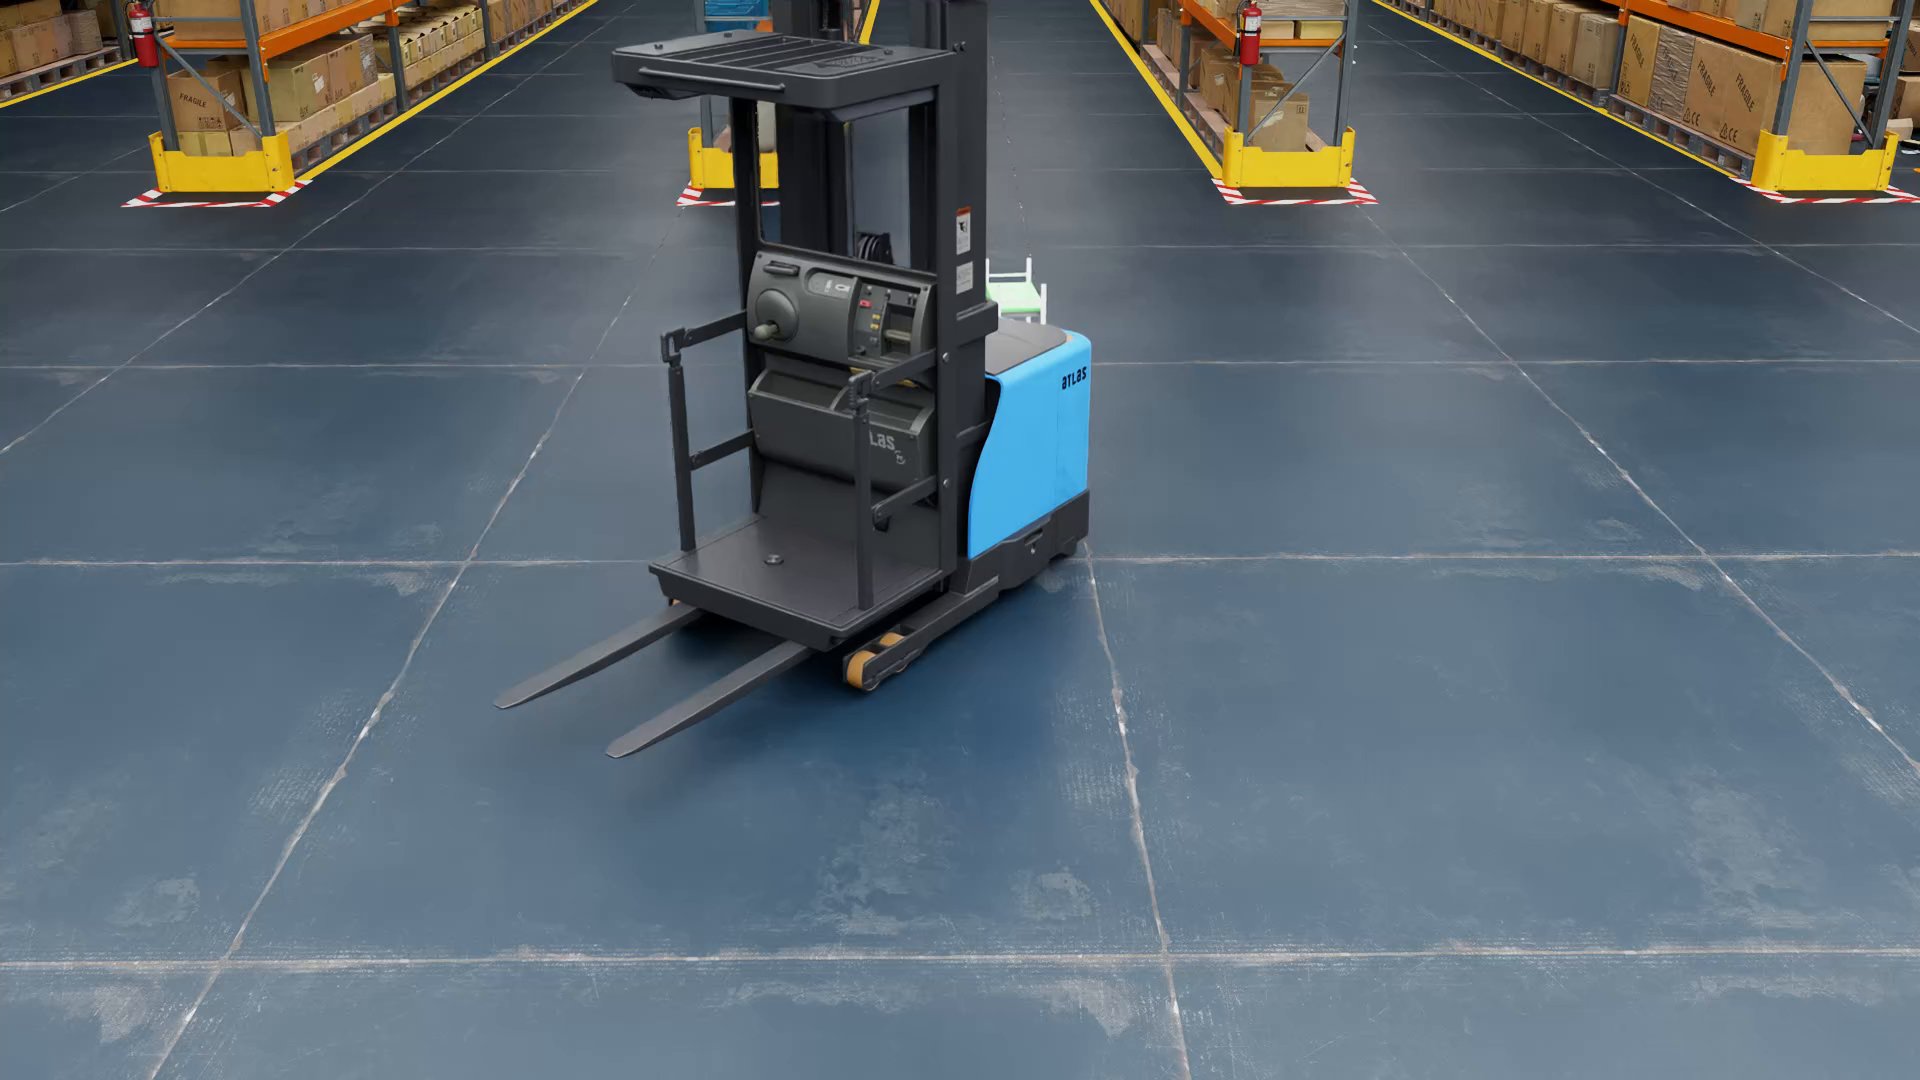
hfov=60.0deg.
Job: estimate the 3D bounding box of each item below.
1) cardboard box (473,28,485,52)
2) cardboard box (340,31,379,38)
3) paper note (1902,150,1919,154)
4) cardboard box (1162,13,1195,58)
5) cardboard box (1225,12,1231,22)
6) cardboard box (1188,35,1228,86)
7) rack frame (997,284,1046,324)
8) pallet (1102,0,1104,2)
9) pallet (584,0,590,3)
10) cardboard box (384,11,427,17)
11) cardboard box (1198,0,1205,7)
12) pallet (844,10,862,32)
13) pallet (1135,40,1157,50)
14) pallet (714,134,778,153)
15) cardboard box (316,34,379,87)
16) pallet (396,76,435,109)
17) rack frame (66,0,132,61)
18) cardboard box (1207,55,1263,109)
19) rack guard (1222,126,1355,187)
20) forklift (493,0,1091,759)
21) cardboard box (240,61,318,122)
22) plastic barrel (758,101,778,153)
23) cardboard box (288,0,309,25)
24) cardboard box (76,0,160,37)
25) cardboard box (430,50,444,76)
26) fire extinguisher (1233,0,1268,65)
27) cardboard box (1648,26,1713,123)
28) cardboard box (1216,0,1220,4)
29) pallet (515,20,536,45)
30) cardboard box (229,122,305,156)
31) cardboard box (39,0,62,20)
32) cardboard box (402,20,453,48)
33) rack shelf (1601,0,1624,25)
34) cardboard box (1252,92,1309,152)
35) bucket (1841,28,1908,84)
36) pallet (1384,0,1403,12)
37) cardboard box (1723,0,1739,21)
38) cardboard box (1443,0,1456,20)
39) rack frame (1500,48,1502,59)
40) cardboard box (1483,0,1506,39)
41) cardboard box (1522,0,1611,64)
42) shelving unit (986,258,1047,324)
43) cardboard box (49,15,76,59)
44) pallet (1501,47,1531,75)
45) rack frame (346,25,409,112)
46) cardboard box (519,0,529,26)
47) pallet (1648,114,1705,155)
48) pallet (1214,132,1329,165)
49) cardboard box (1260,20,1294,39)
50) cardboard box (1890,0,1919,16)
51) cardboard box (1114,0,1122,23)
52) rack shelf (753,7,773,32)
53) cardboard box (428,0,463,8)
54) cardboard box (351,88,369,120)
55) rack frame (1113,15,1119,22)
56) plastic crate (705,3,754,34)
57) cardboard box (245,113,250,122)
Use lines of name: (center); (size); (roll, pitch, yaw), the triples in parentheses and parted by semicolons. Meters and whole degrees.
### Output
cardboard box: (-6.670, -6.683, 22.213); (0.500, 0.250, 0.500); (0, 24, 1)
cardboard box: (-7.179, -5.886, 19.770); (0.500, 0.311, 0.500); (0, 24, 1)
paper note: (9.716, -3.970, 16.993); (0.144, 0.017, 0.142); (8, 26, 18)
cardboard box: (3.033, -6.560, 21.614); (0.700, 0.500, 0.500); (-2, 24, -5)
cardboard box: (2.834, -5.223, 16.464); (0.380, 0.149, 0.250); (0, 24, -1)
cardboard box: (3.045, -5.669, 19.645); (0.700, 0.500, 0.500); (-2, 24, -5)
rack frame: (0.298, -0.693, 8.326); (0.240, 1.200, 0.015); (-3, 24, -6)
pallet: (2.986, -9.700, 29.440); (1.003, 0.211, 1.213); (0, 24, -1)
pallet: (-6.996, -9.626, 29.278); (1.003, 0.211, 1.213); (0, 24, -1)
cardboard box: (-7.193, -6.720, 21.616); (0.500, 0.311, 0.500); (-1, 24, -2)
cardboard box: (2.726, -5.738, 17.602); (0.380, 0.149, 0.250); (0, 24, -1)
pallet: (-2.043, -8.040, 25.771); (1.003, 0.211, 1.213); (0, 24, -1)
pallet: (3.053, -7.058, 23.598); (1.003, 0.211, 1.213); (0, 24, -1)
pallet: (-1.930, -3.779, 16.350); (1.003, 0.211, 1.213); (0, 24, -1)
cardboard box: (-6.658, -5.196, 18.015); (0.500, 0.500, 0.500); (0, 24, -1)
pallet: (-6.923, -5.345, 19.811); (1.003, 0.211, 1.213); (0, 24, -1)
rack frame: (-11.873, -7.936, 22.157); (1.000, 3.000, 0.127); (0, 24, -1)
cardboard box: (3.008, -5.006, 18.202); (0.500, 0.500, 0.500); (8, 25, 16)
rack guard: (3.073, -3.599, 15.600); (1.175, 0.500, 0.348); (0, 24, -1)
forklift: (-0.633, -0.937, 6.764); (1.130, 2.935, 3.031); (16, 29, 32)
cardboard box: (-6.623, -4.372, 16.193); (0.500, 0.500, 0.500); (0, 24, -1)
plastic barrel: (-1.962, -4.013, 15.992); (0.421, 0.512, 0.421); (0, 24, 0)
cardboard box: (-6.834, -5.322, 16.257); (0.700, 0.500, 0.500); (0, 24, 0)
cardboard box: (-11.749, -7.452, 23.185); (0.750, 0.750, 0.750); (-1, 24, -1)
cardboard box: (-6.645, -5.842, 20.353); (0.500, 0.250, 0.500); (-1, 24, -2)
fire extinguisher: (2.614, -4.622, 14.923); (0.296, 0.674, 0.183); (0, 24, -1)
cardboard box: (7.942, -4.928, 17.574); (0.875, 0.875, 0.875); (0, 24, 0)
cardboard box: (3.008, -5.526, 16.346); (0.875, 0.500, 0.500); (0, 24, -1)
pallet: (-6.900, -7.499, 24.574); (1.003, 0.211, 1.213); (0, 24, -1)
cardboard box: (-6.615, -3.824, 15.892); (0.500, 0.250, 0.500); (0, 24, -1)
cardboard box: (-11.869, -6.808, 21.252); (0.500, 0.250, 0.500); (0, 24, 0)
cardboard box: (-6.649, -6.311, 20.710); (0.500, 0.311, 0.500); (0, 24, 1)
rack shelf: (7.969, -6.832, 20.588); (1.077, 0.370, 4.000); (0, 24, -1)
cardboard box: (3.084, -4.016, 16.014); (0.500, 0.500, 0.500); (4, 25, 9)
bucket: (10.298, -5.491, 18.878); (0.726, 0.611, 0.620); (8, 16, 18)
pallet: (7.845, -9.142, 28.207); (1.003, 0.211, 1.213); (0, 24, -1)
cardboard box: (8.077, -5.366, 16.292); (0.875, 0.550, 0.550); (0, 24, -1)
cardboard box: (7.654, -8.161, 25.177); (0.500, 0.500, 0.500); (1, 24, 2)
rack frame: (7.947, -7.984, 22.262); (1.000, 3.000, 0.127); (0, 24, -1)
cardboard box: (7.679, -7.306, 23.288); (0.500, 0.500, 0.500); (0, 24, -1)
cardboard box: (7.877, -6.538, 21.287); (1.050, 0.750, 0.750); (0, 24, 0)
shelving unit: (0.272, -0.793, 8.547); (0.258, 1.200, 0.503); (-3, 24, -6)
cardboard box: (-11.923, -6.488, 21.456); (0.700, 0.500, 0.500); (0, 24, -1)
pallet: (7.881, -6.388, 22.118); (1.003, 0.211, 1.213); (0, 24, -1)
rack frame: (-6.876, -6.312, 18.565); (1.000, 3.000, 0.127); (0, 24, -1)
cardboard box: (-6.661, -7.848, 24.461); (0.500, 0.500, 0.500); (-1, 24, -2)
pallet: (7.937, -4.247, 17.384); (1.003, 0.211, 1.213); (0, 24, -1)
pallet: (3.100, -3.802, 16.400); (1.003, 0.211, 1.213); (0, 24, -1)
cardboard box: (2.864, -4.708, 15.325); (0.380, 0.149, 0.250); (0, 24, -1)
cardboard box: (12.972, -7.556, 23.385); (0.875, 0.875, 0.875); (0, 24, -1)
cardboard box: (2.981, -8.243, 24.903); (1.225, 0.875, 0.875); (-1, 24, -2)
rack shelf: (-1.901, -5.180, 16.937); (1.077, 0.370, 4.000); (0, 24, -1)
cardboard box: (-7.164, -7.406, 23.484); (0.500, 0.500, 0.500); (1, 24, 2)
cardboard box: (-6.636, -4.648, 17.714); (0.500, 0.250, 0.500); (0, 24, -1)
rack frame: (2.943, -9.651, 25.949); (1.000, 3.000, 0.127); (0, 24, -1)
plastic crate: (-2.183, -4.821, 15.451); (0.499, 0.251, 0.616); (0, 24, -1)
cardboard box: (-7.151, -4.028, 16.342); (0.500, 0.250, 0.500); (0, 24, -1)
